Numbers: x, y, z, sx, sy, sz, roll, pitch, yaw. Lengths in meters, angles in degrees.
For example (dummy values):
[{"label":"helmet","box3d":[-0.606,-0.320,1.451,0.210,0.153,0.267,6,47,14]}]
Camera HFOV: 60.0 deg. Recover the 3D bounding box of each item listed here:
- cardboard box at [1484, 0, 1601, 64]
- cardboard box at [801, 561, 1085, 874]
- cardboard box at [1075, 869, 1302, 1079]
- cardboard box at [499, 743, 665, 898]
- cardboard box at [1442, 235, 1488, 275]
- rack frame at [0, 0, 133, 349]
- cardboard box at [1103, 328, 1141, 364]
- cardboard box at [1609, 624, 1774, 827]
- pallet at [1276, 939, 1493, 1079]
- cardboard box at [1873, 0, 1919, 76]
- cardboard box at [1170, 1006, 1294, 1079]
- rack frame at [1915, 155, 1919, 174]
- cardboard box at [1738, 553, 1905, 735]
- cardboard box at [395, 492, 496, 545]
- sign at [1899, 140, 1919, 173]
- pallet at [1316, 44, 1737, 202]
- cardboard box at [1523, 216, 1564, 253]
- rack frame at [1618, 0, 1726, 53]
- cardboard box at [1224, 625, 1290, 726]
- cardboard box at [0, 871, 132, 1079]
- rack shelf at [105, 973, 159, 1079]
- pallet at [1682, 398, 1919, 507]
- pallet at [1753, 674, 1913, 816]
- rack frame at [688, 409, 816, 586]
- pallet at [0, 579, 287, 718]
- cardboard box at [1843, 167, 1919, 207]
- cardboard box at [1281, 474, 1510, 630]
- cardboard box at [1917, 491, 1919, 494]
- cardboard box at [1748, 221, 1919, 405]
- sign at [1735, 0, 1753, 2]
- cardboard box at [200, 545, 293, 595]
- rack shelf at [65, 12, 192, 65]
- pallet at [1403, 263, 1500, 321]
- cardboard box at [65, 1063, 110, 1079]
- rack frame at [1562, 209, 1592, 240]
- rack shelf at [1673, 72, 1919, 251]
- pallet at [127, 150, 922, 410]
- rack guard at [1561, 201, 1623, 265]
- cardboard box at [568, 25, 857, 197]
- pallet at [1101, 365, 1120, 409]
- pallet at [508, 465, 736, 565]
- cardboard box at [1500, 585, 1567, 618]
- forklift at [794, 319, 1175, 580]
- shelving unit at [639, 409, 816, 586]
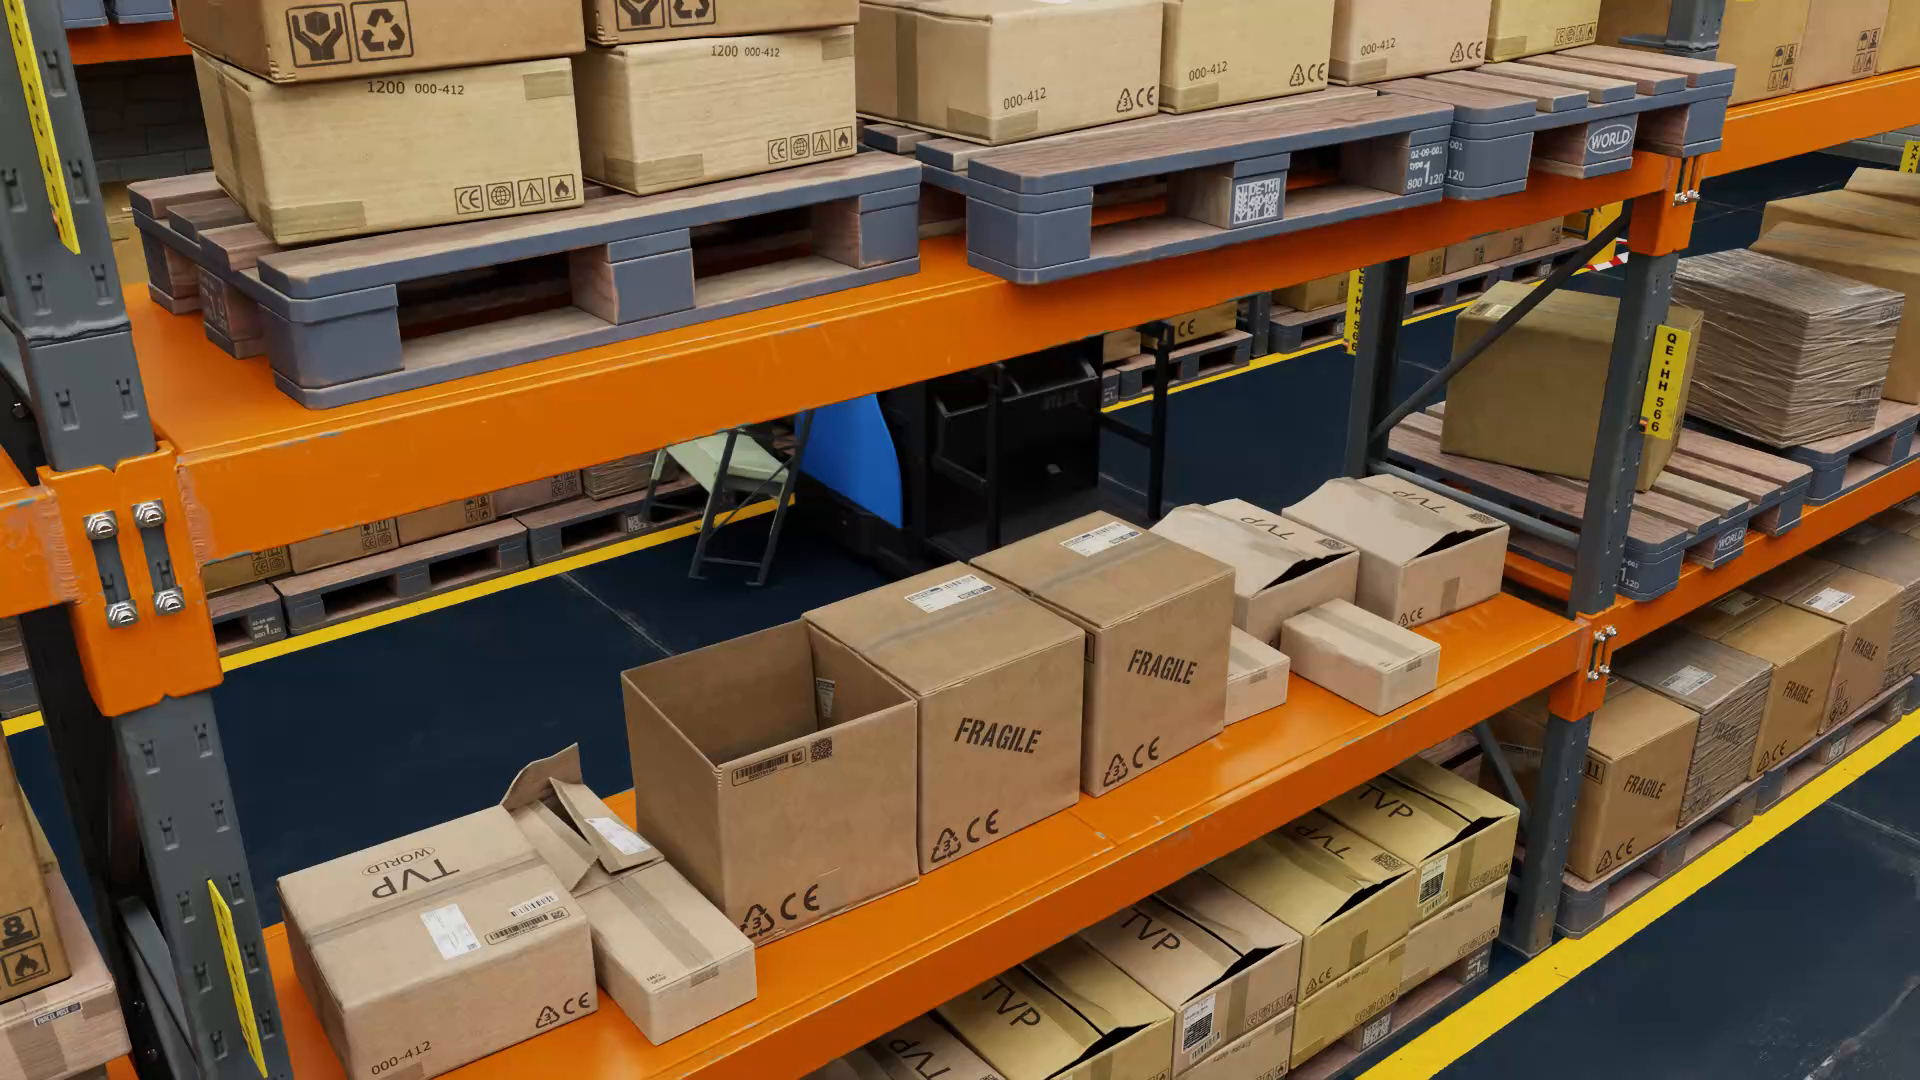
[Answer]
[{"label":"cardboard box","box3d":[1.358,-1.455,4.439,0.500,0.250,0.500,-21,32,-38]},{"label":"cardboard box","box3d":[-0.044,0.424,4.155,0.500,0.500,0.500,-18,30,-34]},{"label":"cardboard box","box3d":[0.616,1.179,4.748,0.500,0.311,0.500,-18,31,-34]},{"label":"cardboard box","box3d":[-0.889,0.702,3.834,0.258,0.266,0.396,-19,31,-35]},{"label":"cardboard box","box3d":[3.638,-2.408,12.845,0.500,0.500,0.700,-19,31,-36]},{"label":"rack frame","box3d":[-1.468,-1.791,1.919,0.127,3.000,1.000,-18,31,-34]},{"label":"cardboard box","box3d":[0.639,-1.559,10.602,0.750,0.750,0.750,-17,30,-33]},{"label":"cardboard box","box3d":[2.623,0.664,6.203,0.500,0.500,0.500,-20,31,-36]},{"label":"pallet","box3d":[1.008,1.357,5.575,1.213,0.211,1.003,-18,31,-34]},{"label":"cardboard box","box3d":[2.813,-1.907,5.613,0.500,0.500,0.910,-18,31,-34]},{"label":"cardboard box","box3d":[0.616,1.430,4.873,0.500,0.250,0.500,-17,30,-33]},{"label":"rack frame","box3d":[4.828,-1.148,7.660,0.127,3.000,1.000,-18,31,-34]},{"label":"cardboard box","box3d":[3.428,0.398,6.775,0.500,0.500,0.500,-19,31,-36]},{"label":"cardboard box","box3d":[-2.765,-0.376,8.445,0.500,0.500,0.700,-18,31,-34]},{"label":"sign","box3d":[4.487,-1.718,7.861,0.005,0.325,0.100,-18,31,-34]},{"label":"pallet","box3d":[1.201,-1.178,4.386,1.003,0.211,1.213,-17,30,-32]},{"label":"cardboard box","box3d":[4.427,-2.669,13.407,0.500,0.500,0.700,-18,31,-34]},{"label":"rack frame","box3d":[1.680,-2.830,4.158,0.127,3.000,1.000,-18,31,-34]},{"label":"cardboard box","box3d":[0.711,0.355,4.720,0.250,0.149,0.380,-16,29,-30]},{"label":"cardboard box","box3d":[-1.549,0.732,2.719,0.250,0.149,0.380,-18,31,-34]},{"label":"rack shelf","box3d":[-3.041,1.776,2.214,4.000,0.370,1.077,-18,31,-34]},{"label":"pallet","box3d":[3.208,-0.528,6.553,1.213,0.211,1.003,-18,31,-34]},{"label":"pallet","box3d":[3.250,0.660,7.078,1.213,0.211,1.003,-18,31,-34]},{"label":"rack frame","box3d":[-0.916,-0.487,7.933,0.400,1.500,0.023,8,18,-34]},{"label":"pallet","box3d":[-3.915,0.352,7.740,1.213,0.211,1.003,-18,31,-34]},{"label":"cardboard box","box3d":[4.317,-1.335,7.445,0.700,0.500,0.500,15,29,29]},{"label":"cardboard box","box3d":[1.367,0.012,5.267,0.500,0.311,0.500,-16,29,-31]},{"label":"cardboard box","box3d":[4.616,0.010,7.613,0.500,0.500,0.500,-18,31,-34]},{"label":"cardboard box","box3d":[3.476,-0.904,6.518,0.700,0.500,0.500,18,30,33]},{"label":"sign","box3d":[2.016,-1.554,4.263,0.005,0.325,0.100,-18,31,-34]},{"label":"cardboard box","box3d":[-3.583,-0.123,7.899,0.500,0.500,0.700,-19,31,-35]},{"label":"rack shelf","box3d":[-2.953,-2.264,7.355,4.000,0.370,1.077,-18,31,-34]},{"label":"pallet","box3d":[3.376,-2.013,12.837,1.213,0.211,1.003,-18,31,-34]},{"label":"cardboard box","box3d":[-1.813,1.002,2.908,0.500,0.500,0.700,-19,31,-35]},{"label":"rack frame","box3d":[4.916,-3.827,13.433,0.127,3.000,1.000,-18,31,-34]},{"label":"rack shelf","box3d":[3.254,-1.663,6.061,4.000,0.370,1.077,-18,31,-34]},{"label":"pallet","box3d":[-0.781,-0.577,3.094,1.217,0.209,0.805,-20,31,-36]},{"label":"rack guard","box3d":[4.935,-2.699,13.972,0.348,0.500,1.175,-18,31,-34]},{"label":"cardboard box","box3d":[-0.546,-0.853,3.141,0.500,0.250,0.500,-22,33,-39]},{"label":"pallet","box3d":[0.247,-0.979,10.608,1.213,0.211,1.003,-18,31,-34]},{"label":"pallet","box3d":[-1.995,-0.281,9.106,1.213,0.211,1.003,-18,31,-34]},{"label":"cardboard box","box3d":[2.313,0.149,6.422,0.500,0.250,0.500,-17,30,-32]},{"label":"forklift","box3d":[0.391,-1.045,7.595,1.129,2.867,3.031,-17,30,-33]},{"label":"shelving unit","box3d":[-1.091,-0.624,8.223,0.431,1.500,0.755,8,18,-34]}]
